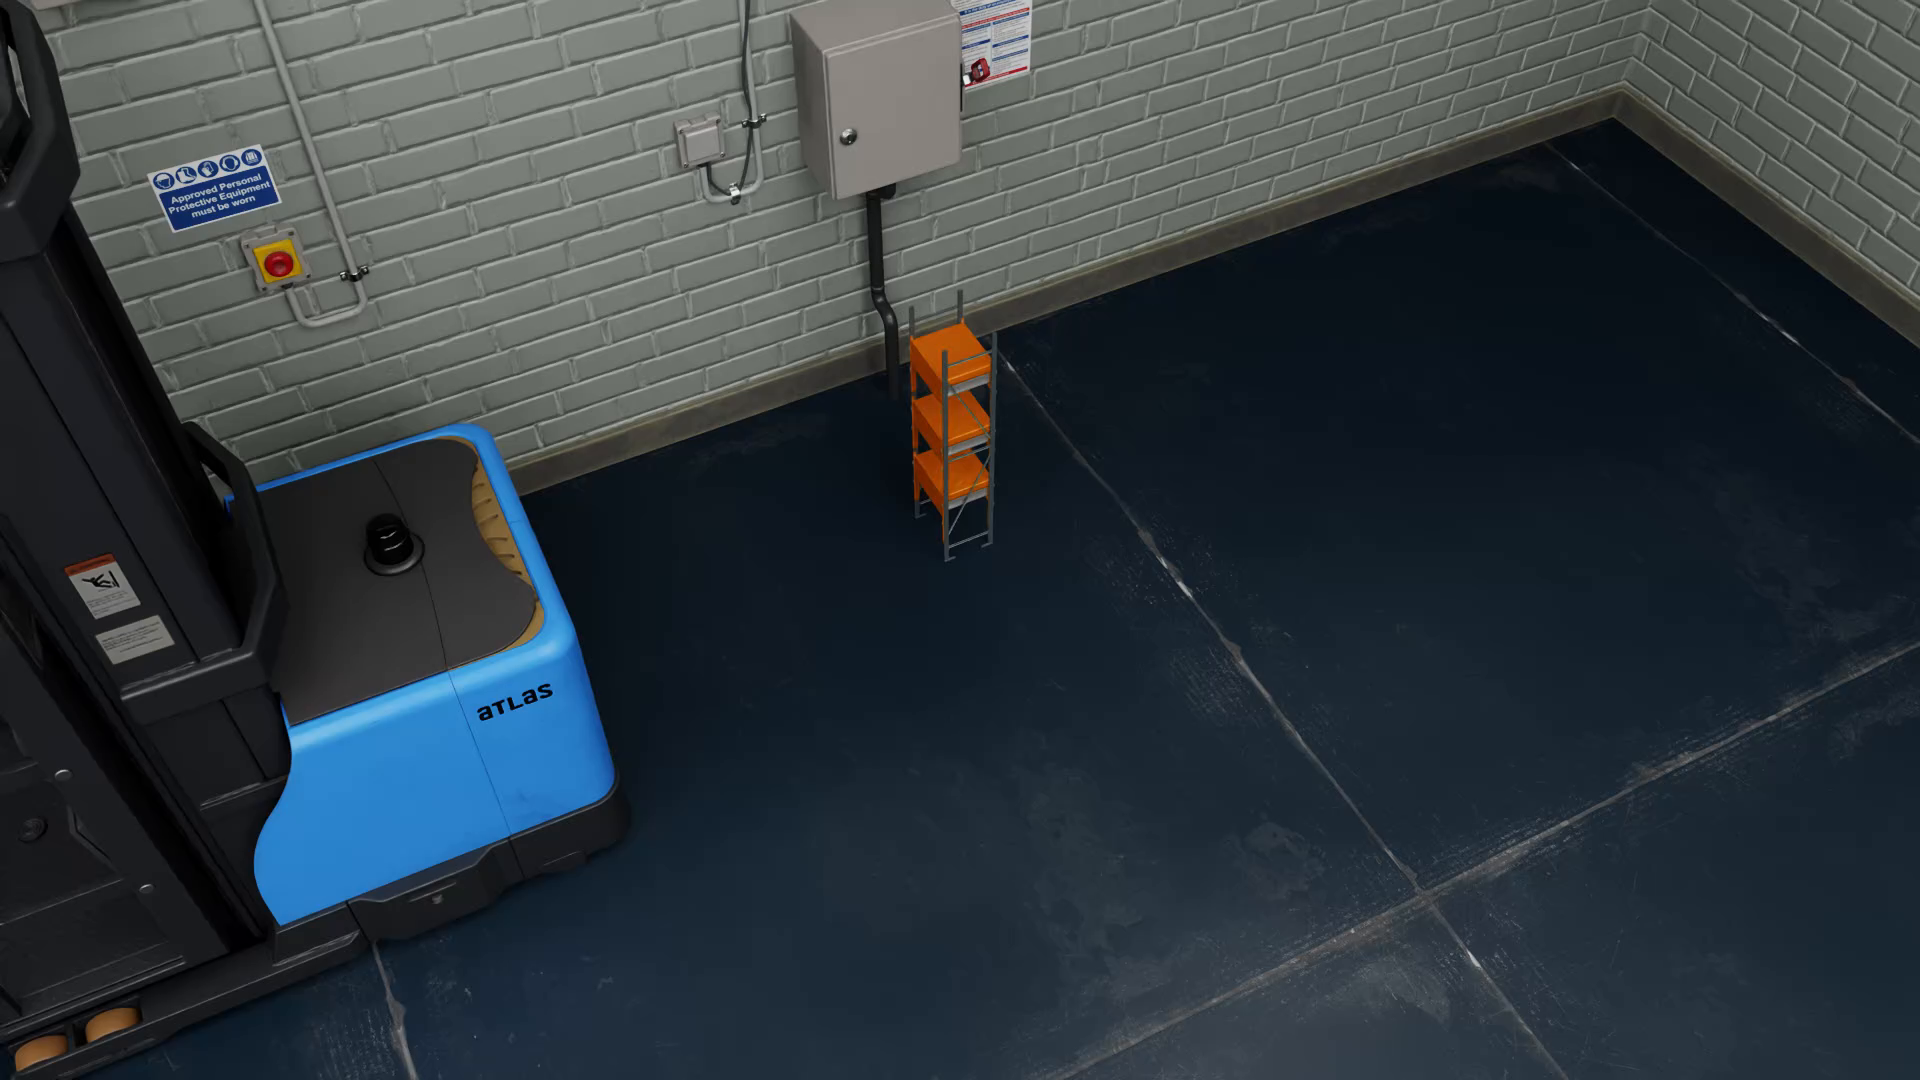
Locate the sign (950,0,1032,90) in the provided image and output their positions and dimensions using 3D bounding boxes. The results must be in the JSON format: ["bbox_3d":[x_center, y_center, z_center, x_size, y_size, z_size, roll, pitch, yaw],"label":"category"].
[{"bbox_3d":[0.113,-1.846,5.935,0.329,0.494,0.001,-21,52,-18],"label":"sign"}]

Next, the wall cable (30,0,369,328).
[{"bbox_3d":[-2.166,-1.288,4.688,0.585,1.953,0.123,-21,52,-18],"label":"wall cable"}]

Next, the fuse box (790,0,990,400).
[{"bbox_3d":[-0.232,-1.145,6.114,0.539,1.711,0.414,-21,52,-18],"label":"fuse box"}]

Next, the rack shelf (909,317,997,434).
[{"bbox_3d":[-0.024,-0.561,5.681,0.215,0.259,0.240,-21,52,-18],"label":"rack shelf"}]

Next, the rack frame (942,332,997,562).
[{"bbox_3d":[0.031,-0.300,5.815,0.200,1.050,0.008,-21,52,-18],"label":"rack frame"}]

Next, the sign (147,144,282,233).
[{"bbox_3d":[-2.237,-1.056,5.002,0.327,0.218,0.001,-21,52,-18],"label":"sign"}]

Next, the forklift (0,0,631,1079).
[{"bbox_3d":[-2.616,0.172,4.153,3.031,2.935,1.130,-20,52,-17],"label":"forklift"}]

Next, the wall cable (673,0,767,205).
[{"bbox_3d":[-0.911,-1.774,5.134,0.588,1.984,0.122,-21,52,-18],"label":"wall cable"}]

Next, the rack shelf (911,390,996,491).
[{"bbox_3d":[-0.024,-0.374,5.894,0.215,0.259,0.240,-21,52,-18],"label":"rack shelf"}]

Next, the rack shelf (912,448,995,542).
[{"bbox_3d":[-0.024,-0.192,6.103,0.215,0.259,0.240,-21,52,-18],"label":"rack shelf"}]

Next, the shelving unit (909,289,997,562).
[{"bbox_3d":[-0.024,-0.381,5.886,0.215,1.050,0.252,-21,52,-18],"label":"shelving unit"}]

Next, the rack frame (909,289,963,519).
[{"bbox_3d":[-0.080,-0.463,5.958,0.200,1.050,0.008,-21,52,-18],"label":"rack frame"}]
